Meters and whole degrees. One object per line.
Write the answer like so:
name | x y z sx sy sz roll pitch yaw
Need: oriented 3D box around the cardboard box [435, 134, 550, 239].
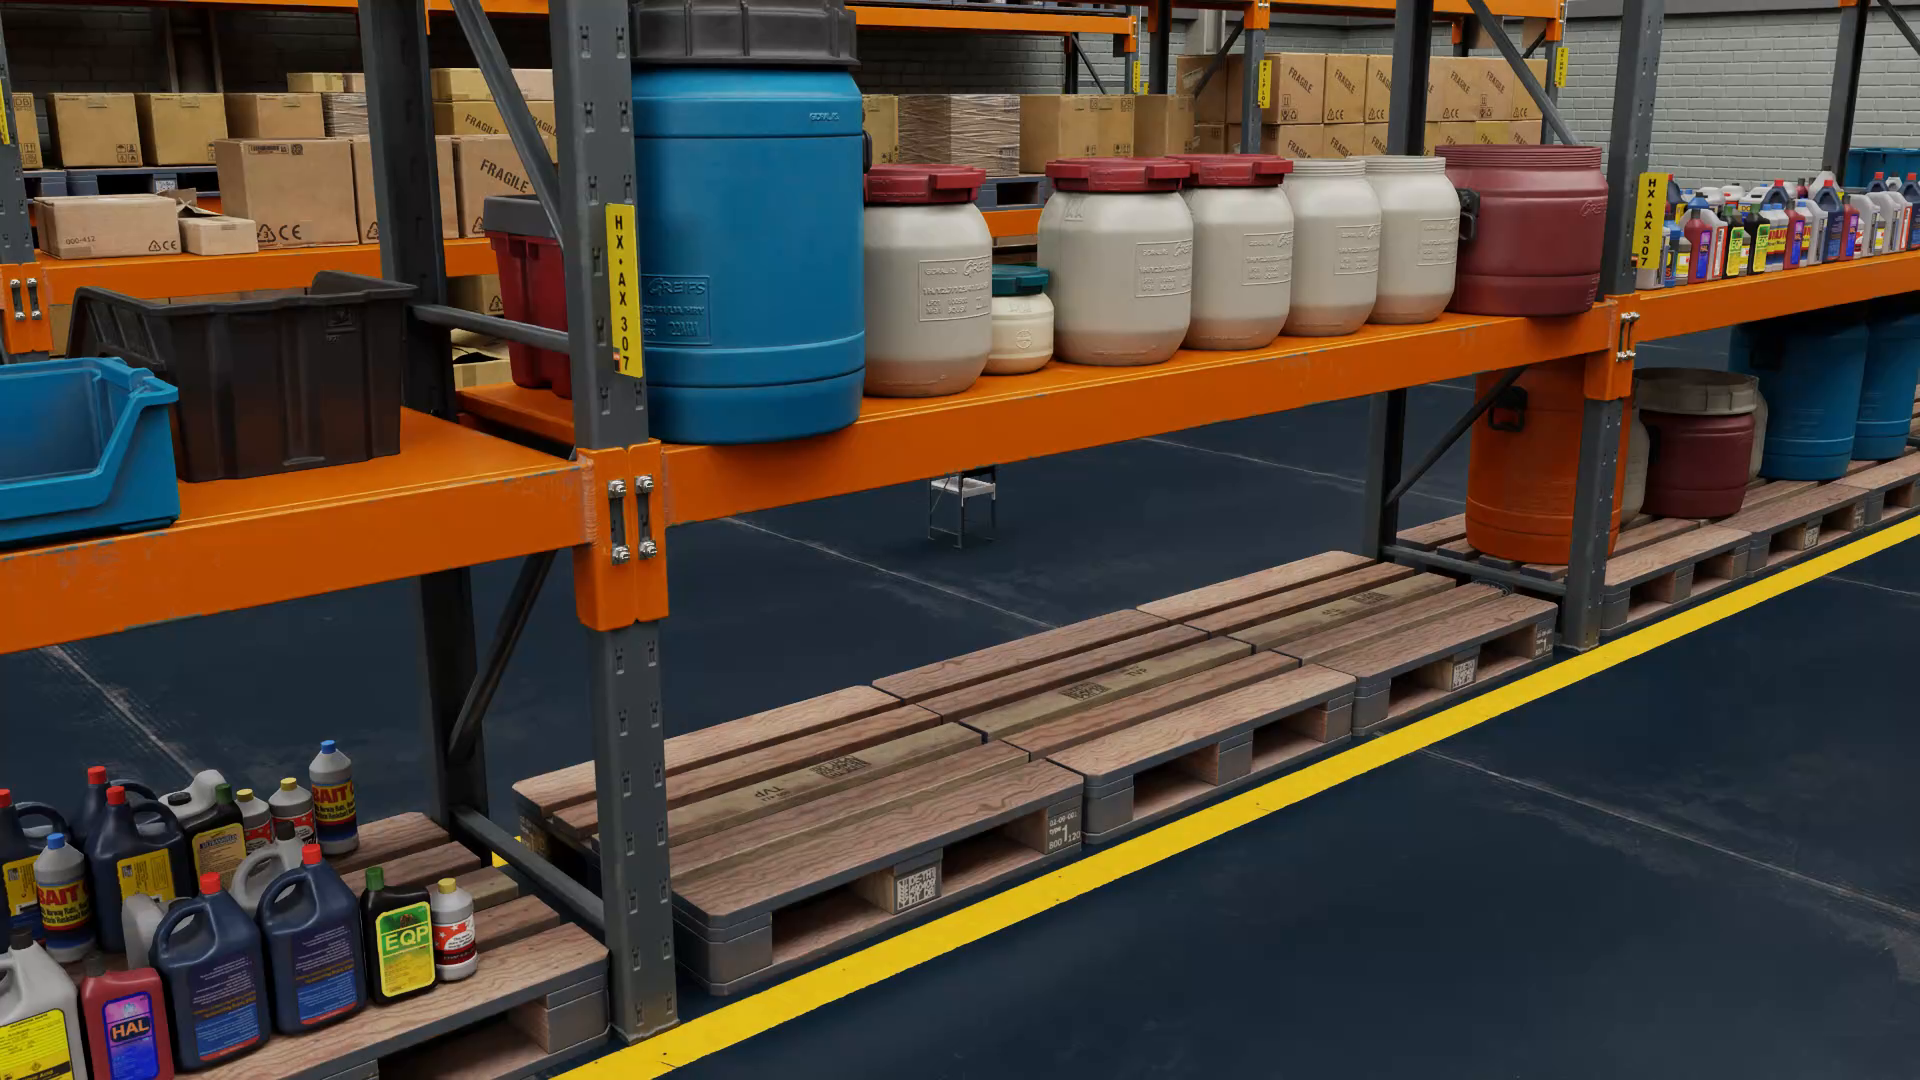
cardboard box | -2.484 -1.857 8.697 0.500 0.500 0.500 -14 20 -42

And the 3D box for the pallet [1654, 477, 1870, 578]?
pallet | 3.507 -0.132 7.834 1.213 0.211 1.003 -13 19 -39

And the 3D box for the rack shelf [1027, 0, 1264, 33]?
rack shelf | 0.280 -3.537 10.760 4.000 0.370 1.077 -13 19 -39

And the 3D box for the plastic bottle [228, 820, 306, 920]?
plastic bottle | -1.389 0.750 3.409 0.185 0.351 0.144 -13 19 -39

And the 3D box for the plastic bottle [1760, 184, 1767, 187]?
plastic bottle | 4.056 -1.666 8.426 0.097 0.271 0.097 0 15 0

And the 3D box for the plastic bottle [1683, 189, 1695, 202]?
plastic bottle | 3.459 -1.532 7.923 0.097 0.271 0.097 0 15 0

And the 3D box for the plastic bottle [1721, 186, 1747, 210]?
plastic bottle | 3.739 -1.588 8.123 0.135 0.276 0.152 -13 19 -39

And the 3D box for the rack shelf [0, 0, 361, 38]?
rack shelf | -5.993 -3.823 11.832 4.000 0.370 1.077 -13 19 -39

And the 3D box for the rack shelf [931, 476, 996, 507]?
rack shelf | 0.006 -0.230 7.694 0.200 0.077 0.258 -13 19 -39

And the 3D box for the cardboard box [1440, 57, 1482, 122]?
cardboard box | 3.882 -3.680 13.582 0.500 0.500 0.500 -12 19 -38

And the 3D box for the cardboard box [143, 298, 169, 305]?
cardboard box | -6.189 -1.691 12.261 0.500 0.500 0.700 -12 19 -39

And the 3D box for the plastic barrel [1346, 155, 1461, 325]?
plastic barrel | 1.384 -0.970 5.351 0.421 0.512 0.421 0 15 0

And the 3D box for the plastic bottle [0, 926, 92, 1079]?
plastic bottle | -1.683 0.866 2.977 0.185 0.351 0.144 -13 20 -40

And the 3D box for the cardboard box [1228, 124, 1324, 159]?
cardboard box | 2.352 -2.856 12.435 0.500 0.500 0.500 -12 19 -38

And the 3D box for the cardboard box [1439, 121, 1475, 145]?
cardboard box | 3.878 -3.199 13.721 0.500 0.500 0.500 -12 19 -39

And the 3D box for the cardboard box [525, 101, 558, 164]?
cardboard box | -3.548 -3.381 13.787 0.500 0.500 0.500 -12 19 -38

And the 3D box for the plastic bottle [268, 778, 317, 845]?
plastic bottle | -1.603 0.671 3.994 0.097 0.201 0.097 0 15 0

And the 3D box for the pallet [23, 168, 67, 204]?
pallet | -6.829 -2.391 11.261 1.213 0.211 1.003 -13 19 -39

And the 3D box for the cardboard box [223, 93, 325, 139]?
cardboard box | -5.236 -3.140 12.645 0.700 0.500 0.500 14 20 42

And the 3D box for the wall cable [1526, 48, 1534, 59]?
wall cable | 6.053 -6.702 21.421 0.112 2.526 3.097 -13 19 -39

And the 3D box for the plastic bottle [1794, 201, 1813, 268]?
plastic bottle | 3.535 -1.290 7.015 0.097 0.271 0.097 0 15 0

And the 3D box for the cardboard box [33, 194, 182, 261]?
cardboard box | -3.904 -1.438 7.613 0.500 0.250 0.500 -11 19 -36

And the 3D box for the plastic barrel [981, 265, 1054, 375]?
plastic barrel | 0.101 -0.581 4.382 0.301 0.262 0.301 0 15 0

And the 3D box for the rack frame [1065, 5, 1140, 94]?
rack frame | 1.551 -4.415 18.468 0.127 3.000 1.000 -13 19 -39

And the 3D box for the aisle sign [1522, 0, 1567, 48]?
aisle sign | 5.058 -4.660 14.344 0.004 0.787 0.394 -13 19 -39

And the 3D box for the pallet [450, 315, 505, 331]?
pallet | -3.840 -1.832 14.199 1.213 0.211 1.003 -13 19 -39

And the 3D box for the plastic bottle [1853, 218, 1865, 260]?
plastic bottle | 3.950 -1.349 7.373 0.097 0.201 0.097 0 15 0

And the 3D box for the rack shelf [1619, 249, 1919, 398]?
rack shelf | 3.528 -1.123 7.535 4.000 0.370 1.077 -13 19 -39

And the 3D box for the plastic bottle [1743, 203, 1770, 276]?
plastic bottle | 3.212 -1.217 6.719 0.133 0.283 0.061 -13 19 -39

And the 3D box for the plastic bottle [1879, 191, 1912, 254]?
plastic bottle | 4.296 -1.472 7.689 0.135 0.276 0.152 -13 19 -39

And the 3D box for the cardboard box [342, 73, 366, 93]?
cardboard box | -4.724 -3.570 13.000 0.380 0.149 0.250 13 20 40

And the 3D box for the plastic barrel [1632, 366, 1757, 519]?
plastic barrel | 3.229 -0.447 7.470 0.708 0.588 0.600 -13 19 -39

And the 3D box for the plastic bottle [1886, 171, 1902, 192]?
plastic bottle | 4.464 -1.594 8.001 0.185 0.351 0.144 -13 19 -39

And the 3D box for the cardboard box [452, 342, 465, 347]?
cardboard box | -2.981 -0.947 8.909 0.500 0.311 0.500 -13 20 -40

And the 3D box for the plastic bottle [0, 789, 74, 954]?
plastic bottle | -2.022 0.701 3.593 0.185 0.351 0.144 -14 20 -42

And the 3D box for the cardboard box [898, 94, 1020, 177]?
cardboard box | -0.013 -2.594 10.642 0.500 0.500 0.700 -9 17 -29

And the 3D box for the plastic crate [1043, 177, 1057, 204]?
plastic crate | 0.600 -0.948 5.364 0.583 0.464 0.402 -13 19 -39

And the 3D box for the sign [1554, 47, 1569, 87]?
sign | 5.155 -4.052 14.252 0.005 0.325 0.100 -13 19 -39

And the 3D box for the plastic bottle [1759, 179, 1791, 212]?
plastic bottle | 3.526 -1.386 7.222 0.185 0.351 0.144 -13 19 -39

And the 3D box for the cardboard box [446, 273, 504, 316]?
cardboard box | -3.843 -2.324 13.988 0.750 0.750 0.750 -13 20 -40

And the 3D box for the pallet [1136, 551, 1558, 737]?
pallet | 1.410 0.339 6.071 1.213 0.211 1.003 -13 19 -39

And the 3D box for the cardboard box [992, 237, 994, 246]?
cardboard box | -0.065 -3.011 17.239 0.500 0.500 0.700 -12 19 -38

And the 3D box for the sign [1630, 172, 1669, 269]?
sign | 2.386 -1.104 5.756 0.005 0.325 0.100 -13 19 -39

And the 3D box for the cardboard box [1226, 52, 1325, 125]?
cardboard box | 2.329 -3.331 12.275 0.500 0.500 0.500 -12 19 -38

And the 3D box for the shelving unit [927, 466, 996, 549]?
shelving unit | 0.006 -0.436 7.639 0.210 0.900 0.258 -13 19 -39

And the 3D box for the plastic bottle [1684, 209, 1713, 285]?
plastic bottle | 2.836 -1.132 6.403 0.133 0.283 0.061 -13 19 -39

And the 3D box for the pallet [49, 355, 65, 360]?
pallet | -6.915 -1.168 11.712 1.213 0.211 1.003 -13 19 -39

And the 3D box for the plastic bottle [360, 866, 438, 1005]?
plastic bottle | -1.144 0.792 3.385 0.133 0.283 0.061 -11 19 -37

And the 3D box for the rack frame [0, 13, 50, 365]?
rack frame | -4.247 -1.419 7.249 0.127 3.000 1.000 -13 19 -39

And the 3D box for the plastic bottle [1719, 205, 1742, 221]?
plastic bottle | 3.660 -1.492 7.907 0.097 0.201 0.097 0 15 0
